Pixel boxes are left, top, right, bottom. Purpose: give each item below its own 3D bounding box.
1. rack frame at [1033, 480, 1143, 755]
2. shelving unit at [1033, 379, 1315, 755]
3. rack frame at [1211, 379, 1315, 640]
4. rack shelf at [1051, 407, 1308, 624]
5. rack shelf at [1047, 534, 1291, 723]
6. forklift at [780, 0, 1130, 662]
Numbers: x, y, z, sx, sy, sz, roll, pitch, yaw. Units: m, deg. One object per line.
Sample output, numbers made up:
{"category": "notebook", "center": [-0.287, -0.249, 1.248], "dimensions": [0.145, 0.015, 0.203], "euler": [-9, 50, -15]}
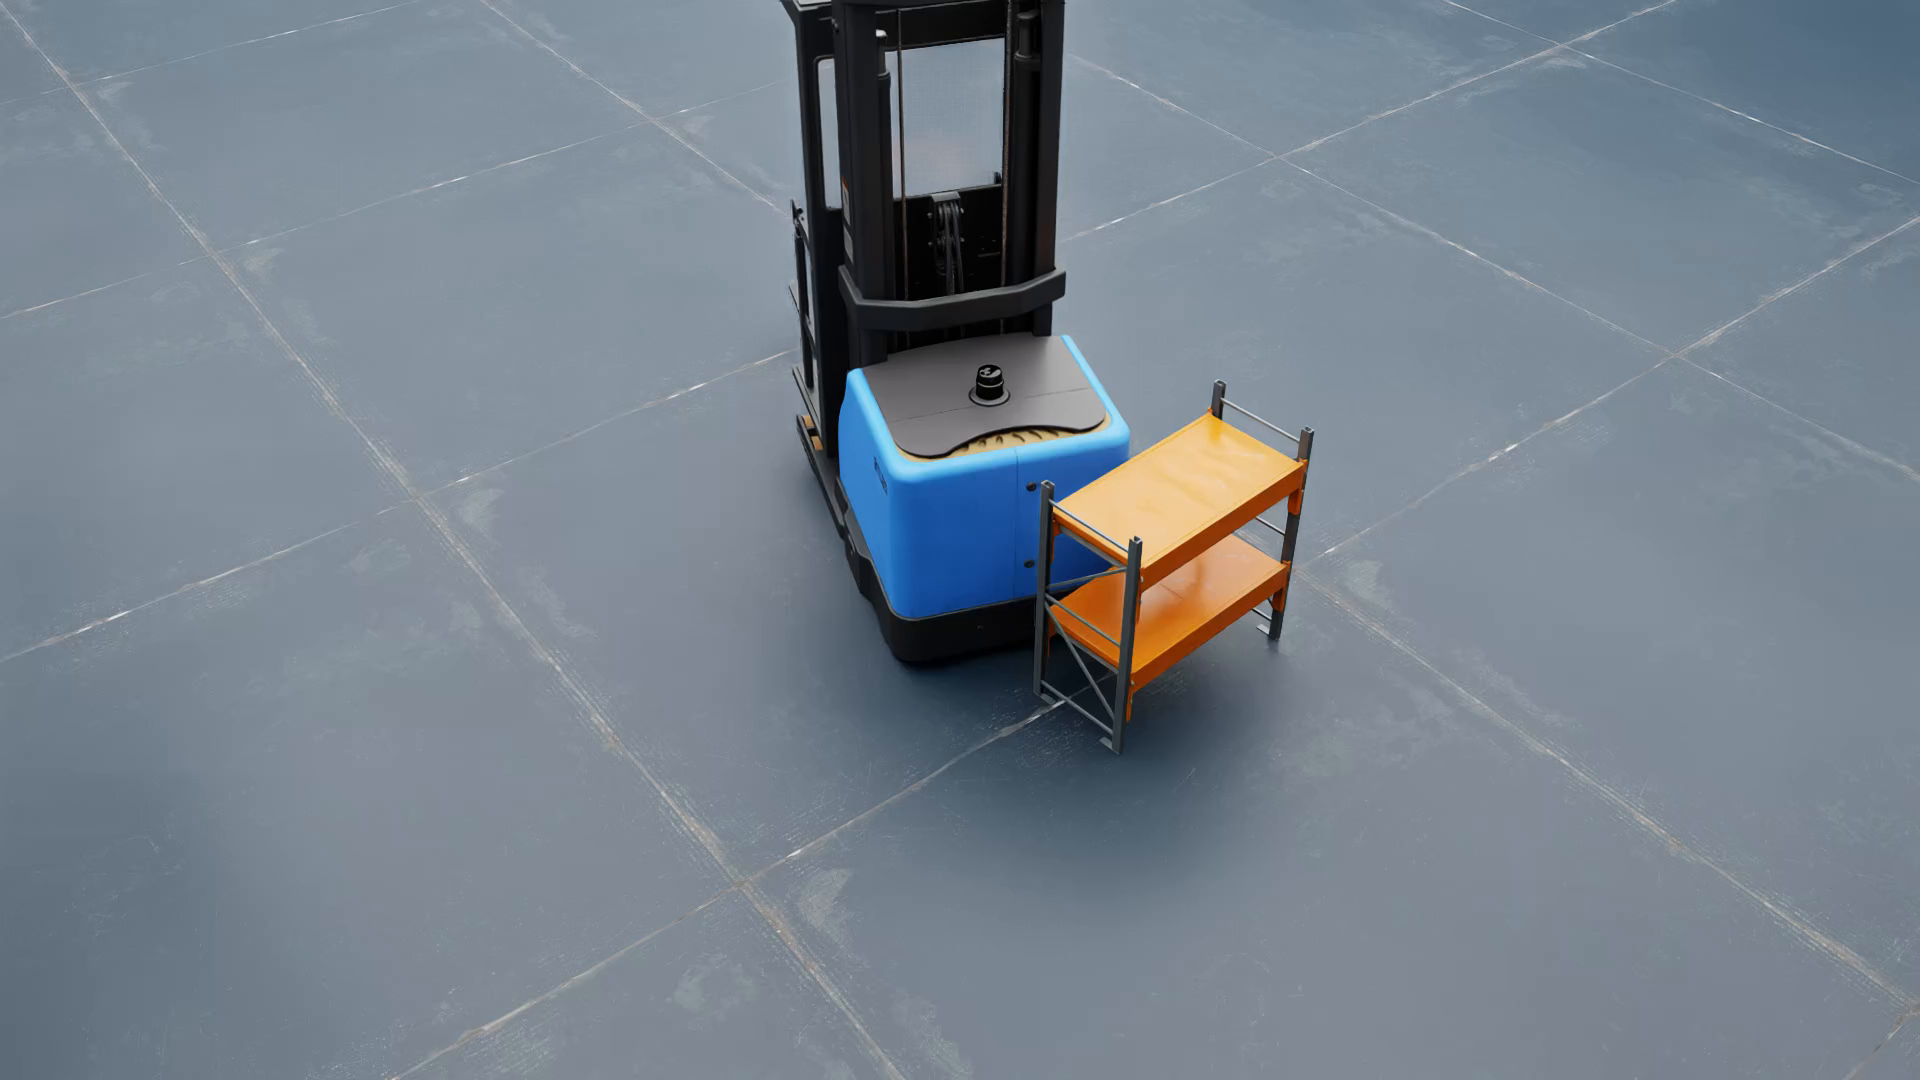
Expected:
{"category": "rack frame", "center": [0.492, 0.325, 6.600], "dimensions": [0.032, 1.125, 0.500], "euler": [-31, 48, -32]}
{"category": "shelving unit", "center": [0.864, 0.106, 6.868], "dimensions": [1.048, 1.125, 0.538], "euler": [-31, 48, -32]}
{"category": "rack frame", "center": [1.236, -0.114, 7.135], "dimensions": [0.032, 1.125, 0.500], "euler": [-31, 48, -32]}
{"category": "rack shelf", "center": [0.864, -0.121, 6.682], "dimensions": [1.000, 0.278, 0.538], "euler": [-31, 48, -32]}
{"category": "rack shelf", "center": [0.864, 0.295, 7.023], "dimensions": [1.000, 0.278, 0.538], "euler": [-31, 48, -32]}
{"category": "forklift", "center": [-0.197, -1.554, 7.467], "dimensions": [1.130, 2.935, 3.031], "euler": [-11, 41, -13]}
